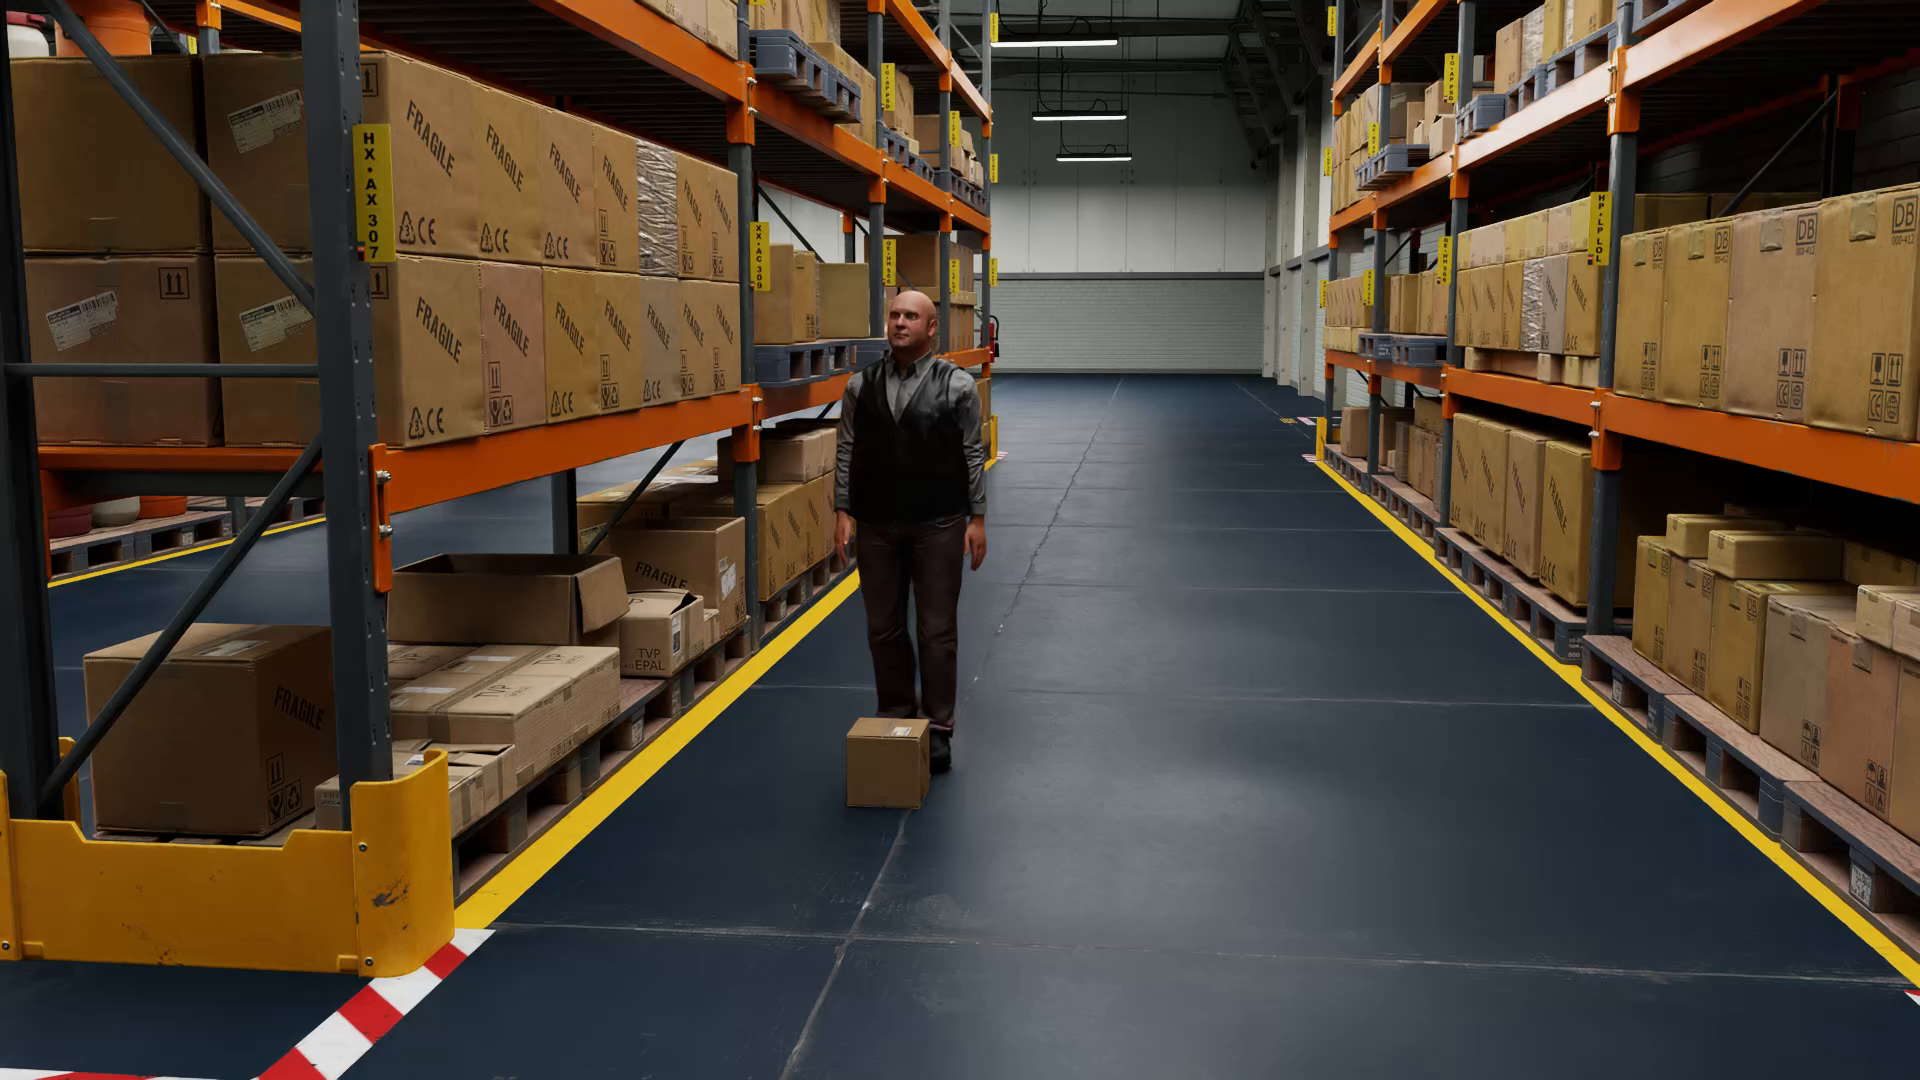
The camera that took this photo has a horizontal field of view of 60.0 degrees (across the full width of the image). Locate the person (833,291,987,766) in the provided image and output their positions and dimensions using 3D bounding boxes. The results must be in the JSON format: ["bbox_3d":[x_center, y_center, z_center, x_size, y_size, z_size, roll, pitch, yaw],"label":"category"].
[{"bbox_3d":[-0.192,-0.046,6.110,0.561,1.720,0.384,2,8,14],"label":"person"}]
